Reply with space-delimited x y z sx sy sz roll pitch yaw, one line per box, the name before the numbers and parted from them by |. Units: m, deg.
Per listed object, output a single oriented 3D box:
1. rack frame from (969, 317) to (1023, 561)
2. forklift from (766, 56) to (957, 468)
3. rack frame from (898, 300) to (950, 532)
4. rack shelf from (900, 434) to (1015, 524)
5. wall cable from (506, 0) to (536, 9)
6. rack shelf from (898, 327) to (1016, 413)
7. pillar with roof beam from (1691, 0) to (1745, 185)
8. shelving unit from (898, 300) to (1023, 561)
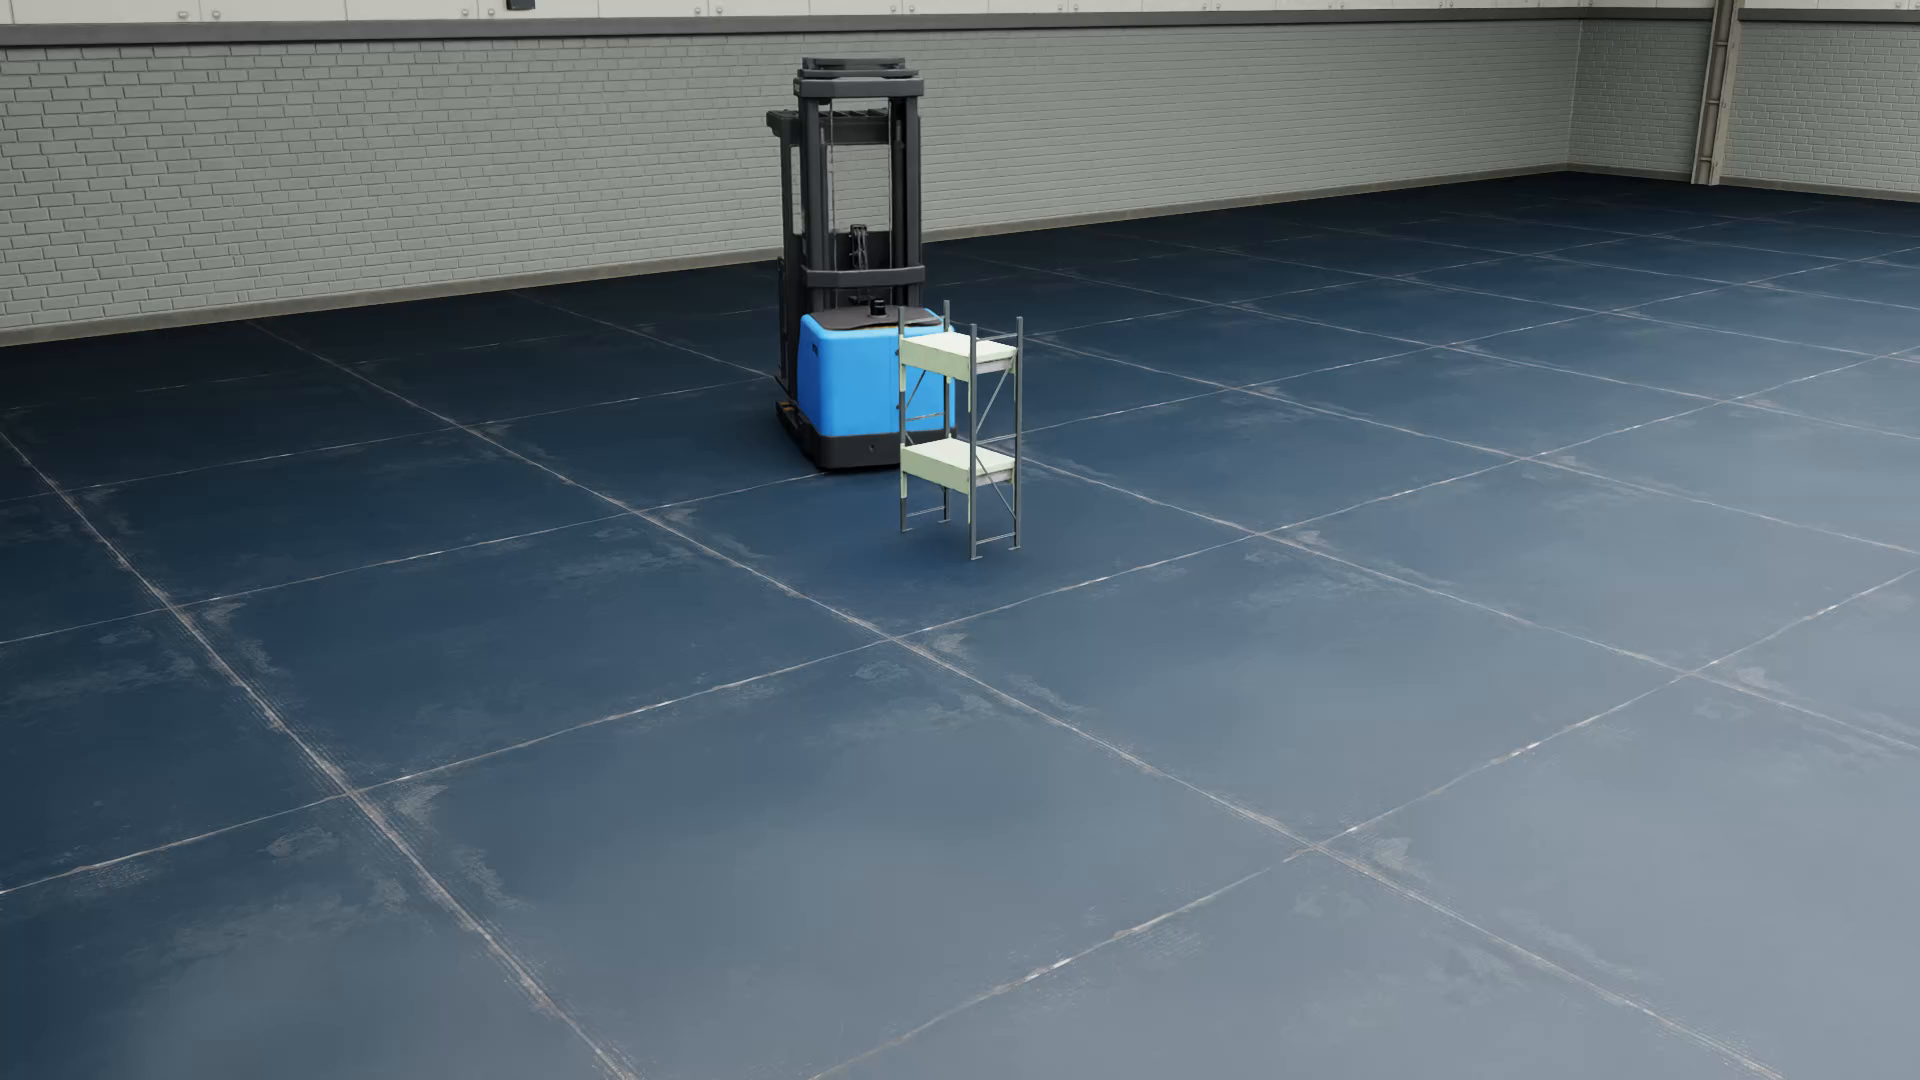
rack frame | 0.223 -0.623 10.359 0.400 1.500 0.023 -14 23 -36
forklift | -0.905 -2.344 13.280 1.130 2.935 3.031 -5 19 -15
rack frame | -0.231 -0.804 10.904 0.400 1.500 0.023 -14 23 -36
rack shelf | -0.004 -0.404 10.734 0.431 0.370 0.720 -14 23 -36
wall cable | -4.258 -9.156 18.787 2.305 6.003 0.169 -14 23 -36
rack shelf | -0.004 -1.084 10.509 0.431 0.370 0.720 -14 23 -36
pillar with roof beam | 10.401 -10.016 26.795 9.100 9.000 0.400 -14 23 -36
shelving unit | -0.004 -0.714 10.632 0.431 1.500 0.755 -14 23 -36
